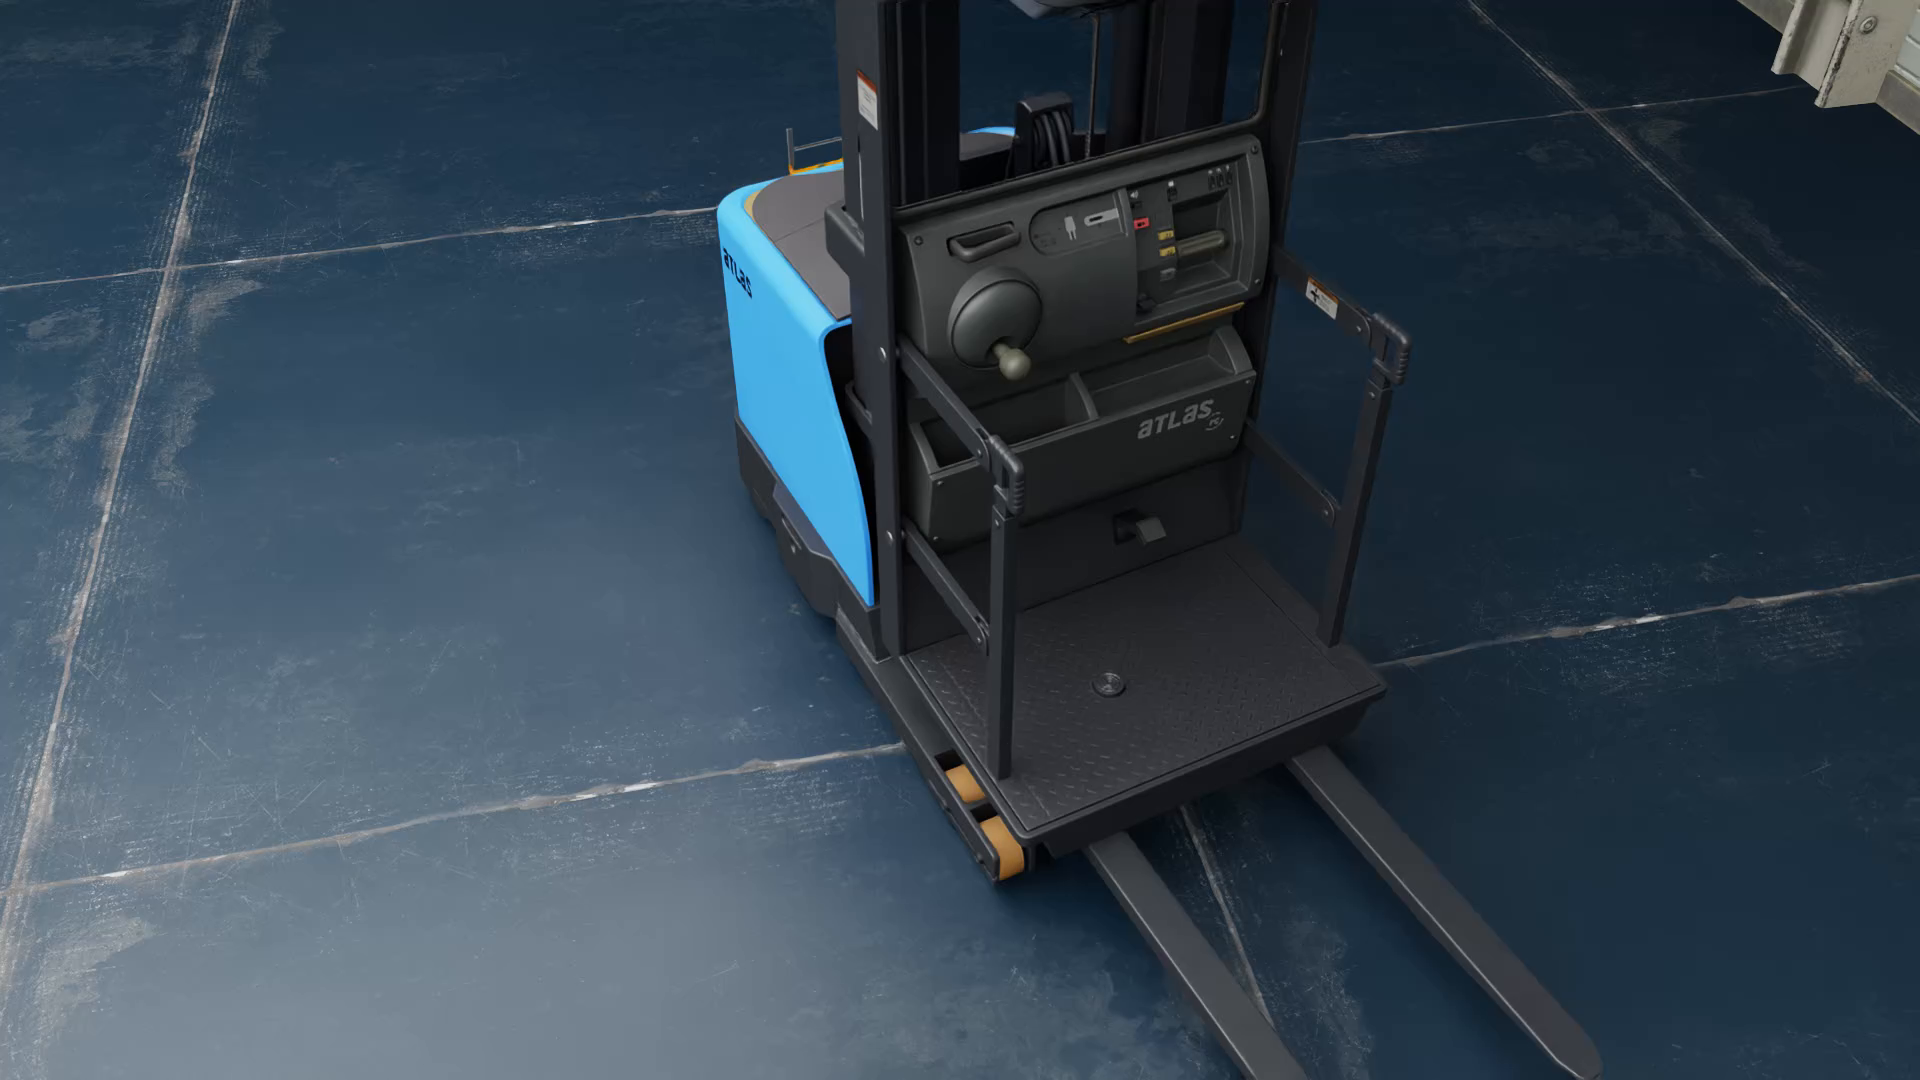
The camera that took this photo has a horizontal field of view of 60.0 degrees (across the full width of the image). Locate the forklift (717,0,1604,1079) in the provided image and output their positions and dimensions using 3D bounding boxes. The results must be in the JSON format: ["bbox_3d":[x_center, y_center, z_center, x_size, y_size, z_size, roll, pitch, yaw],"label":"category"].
[{"bbox_3d":[0.412,-0.567,3.681,1.130,2.935,3.031,-19,45,-20],"label":"forklift"}]

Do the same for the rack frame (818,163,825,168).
[{"bbox_3d":[-0.329,-0.750,5.304,0.200,1.050,0.008,-19,45,-20],"label":"rack frame"}]

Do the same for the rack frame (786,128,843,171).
[{"bbox_3d":[-0.441,-0.893,5.466,0.200,1.050,0.008,-19,45,-20],"label":"rack frame"}]

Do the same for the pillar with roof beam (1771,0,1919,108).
[{"bbox_3d":[-0.254,-4.826,3.908,9.100,9.000,0.400,-8,42,-9],"label":"pillar with roof beam"}]

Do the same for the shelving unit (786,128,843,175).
[{"bbox_3d":[-0.385,-0.821,5.385,0.215,1.050,0.252,-19,45,-20],"label":"shelving unit"}]

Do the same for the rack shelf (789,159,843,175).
[{"bbox_3d":[-0.385,-1.026,5.203,0.215,0.259,0.240,-19,45,-20],"label":"rack shelf"}]
